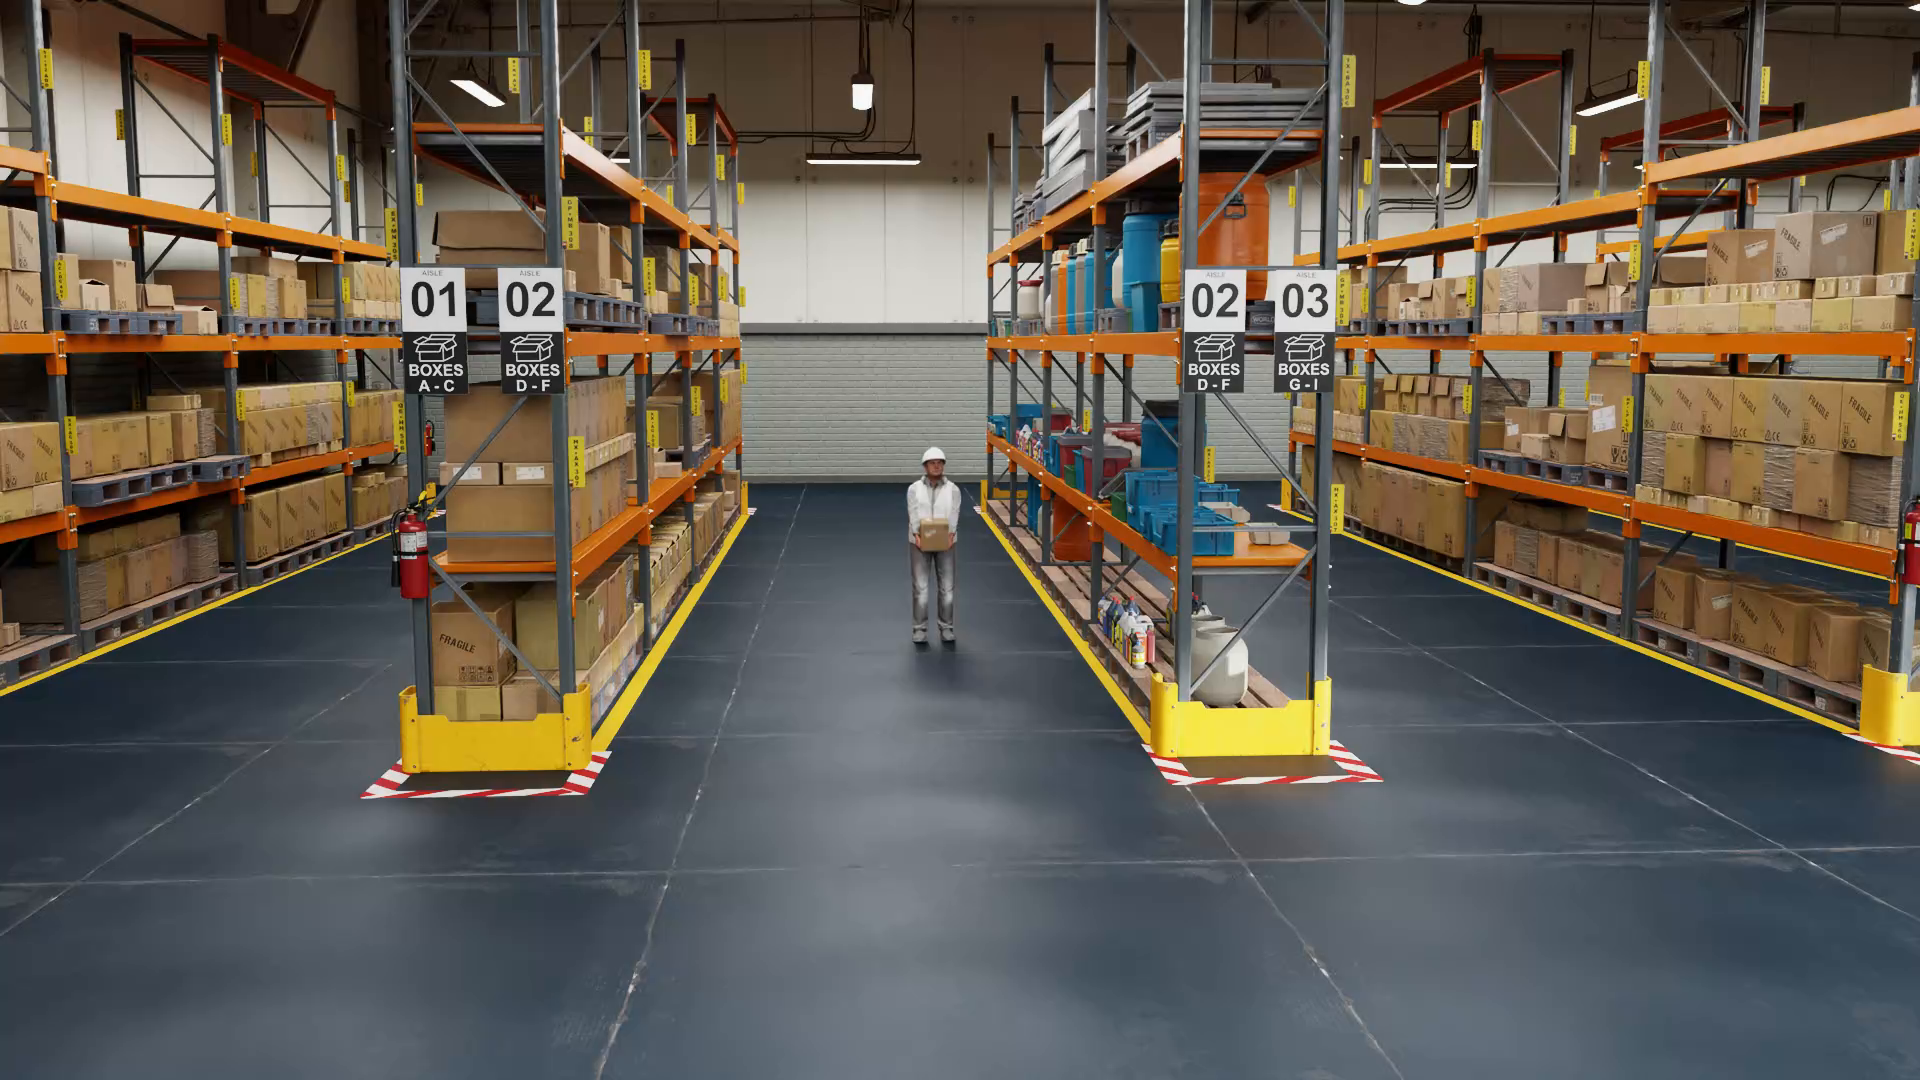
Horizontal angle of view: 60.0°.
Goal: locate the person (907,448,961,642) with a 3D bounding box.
[{"bbox_3d":[-0.233,0.049,15.226,0.499,1.770,0.551,0,7,-4],"label":"person"}]
